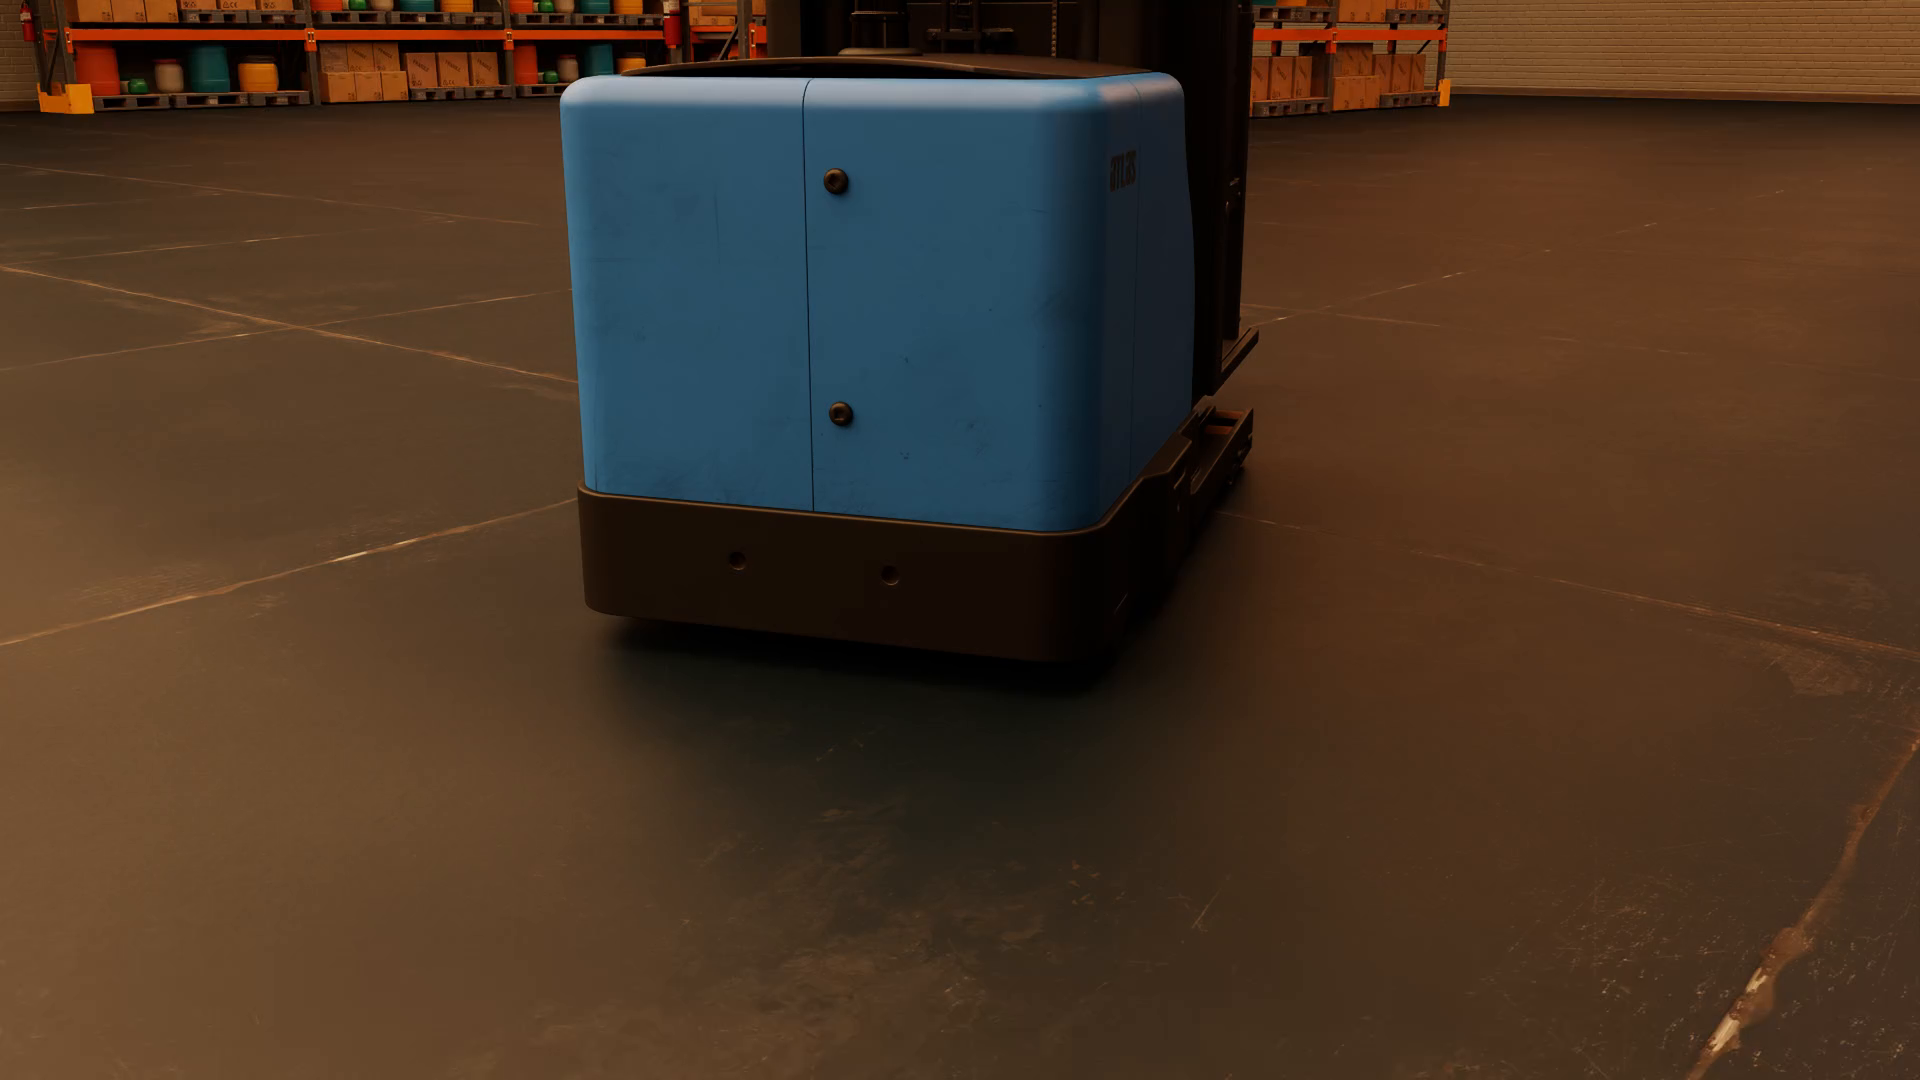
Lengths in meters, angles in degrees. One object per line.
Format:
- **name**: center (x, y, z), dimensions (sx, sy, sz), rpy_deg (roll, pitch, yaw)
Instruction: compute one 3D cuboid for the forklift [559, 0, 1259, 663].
- **forklift**: center (0.182, -1.571, 4.072), dimensions (1.130, 2.935, 3.031), rpy_deg (5, 18, 17)
